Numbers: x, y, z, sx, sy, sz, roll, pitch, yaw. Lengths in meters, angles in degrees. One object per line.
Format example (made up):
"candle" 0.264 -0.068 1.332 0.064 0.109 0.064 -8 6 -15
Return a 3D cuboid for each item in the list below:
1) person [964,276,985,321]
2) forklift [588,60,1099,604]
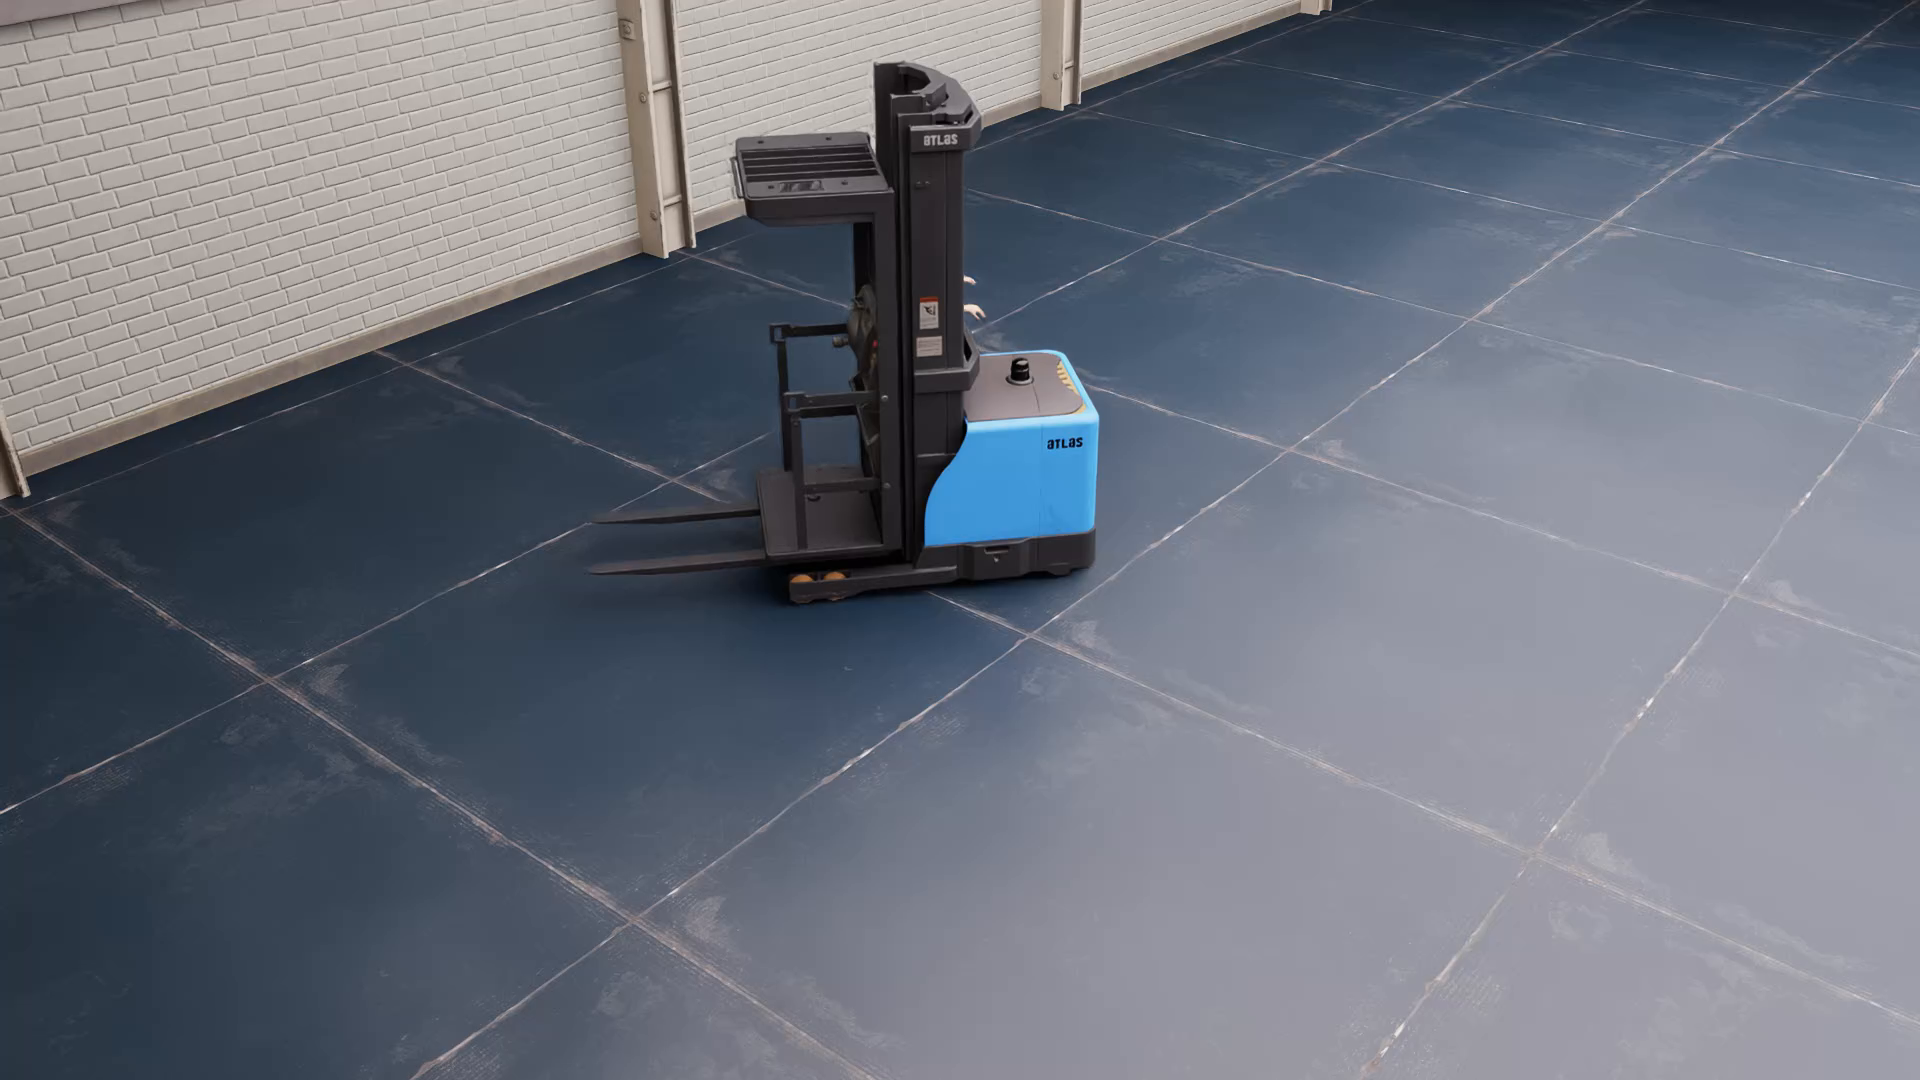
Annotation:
"person" -0.128 -1.445 11.586 0.827 1.465 1.040 23 37 33
"forklift" -0.741 -1.177 9.609 3.031 2.935 1.130 -5 31 -8
